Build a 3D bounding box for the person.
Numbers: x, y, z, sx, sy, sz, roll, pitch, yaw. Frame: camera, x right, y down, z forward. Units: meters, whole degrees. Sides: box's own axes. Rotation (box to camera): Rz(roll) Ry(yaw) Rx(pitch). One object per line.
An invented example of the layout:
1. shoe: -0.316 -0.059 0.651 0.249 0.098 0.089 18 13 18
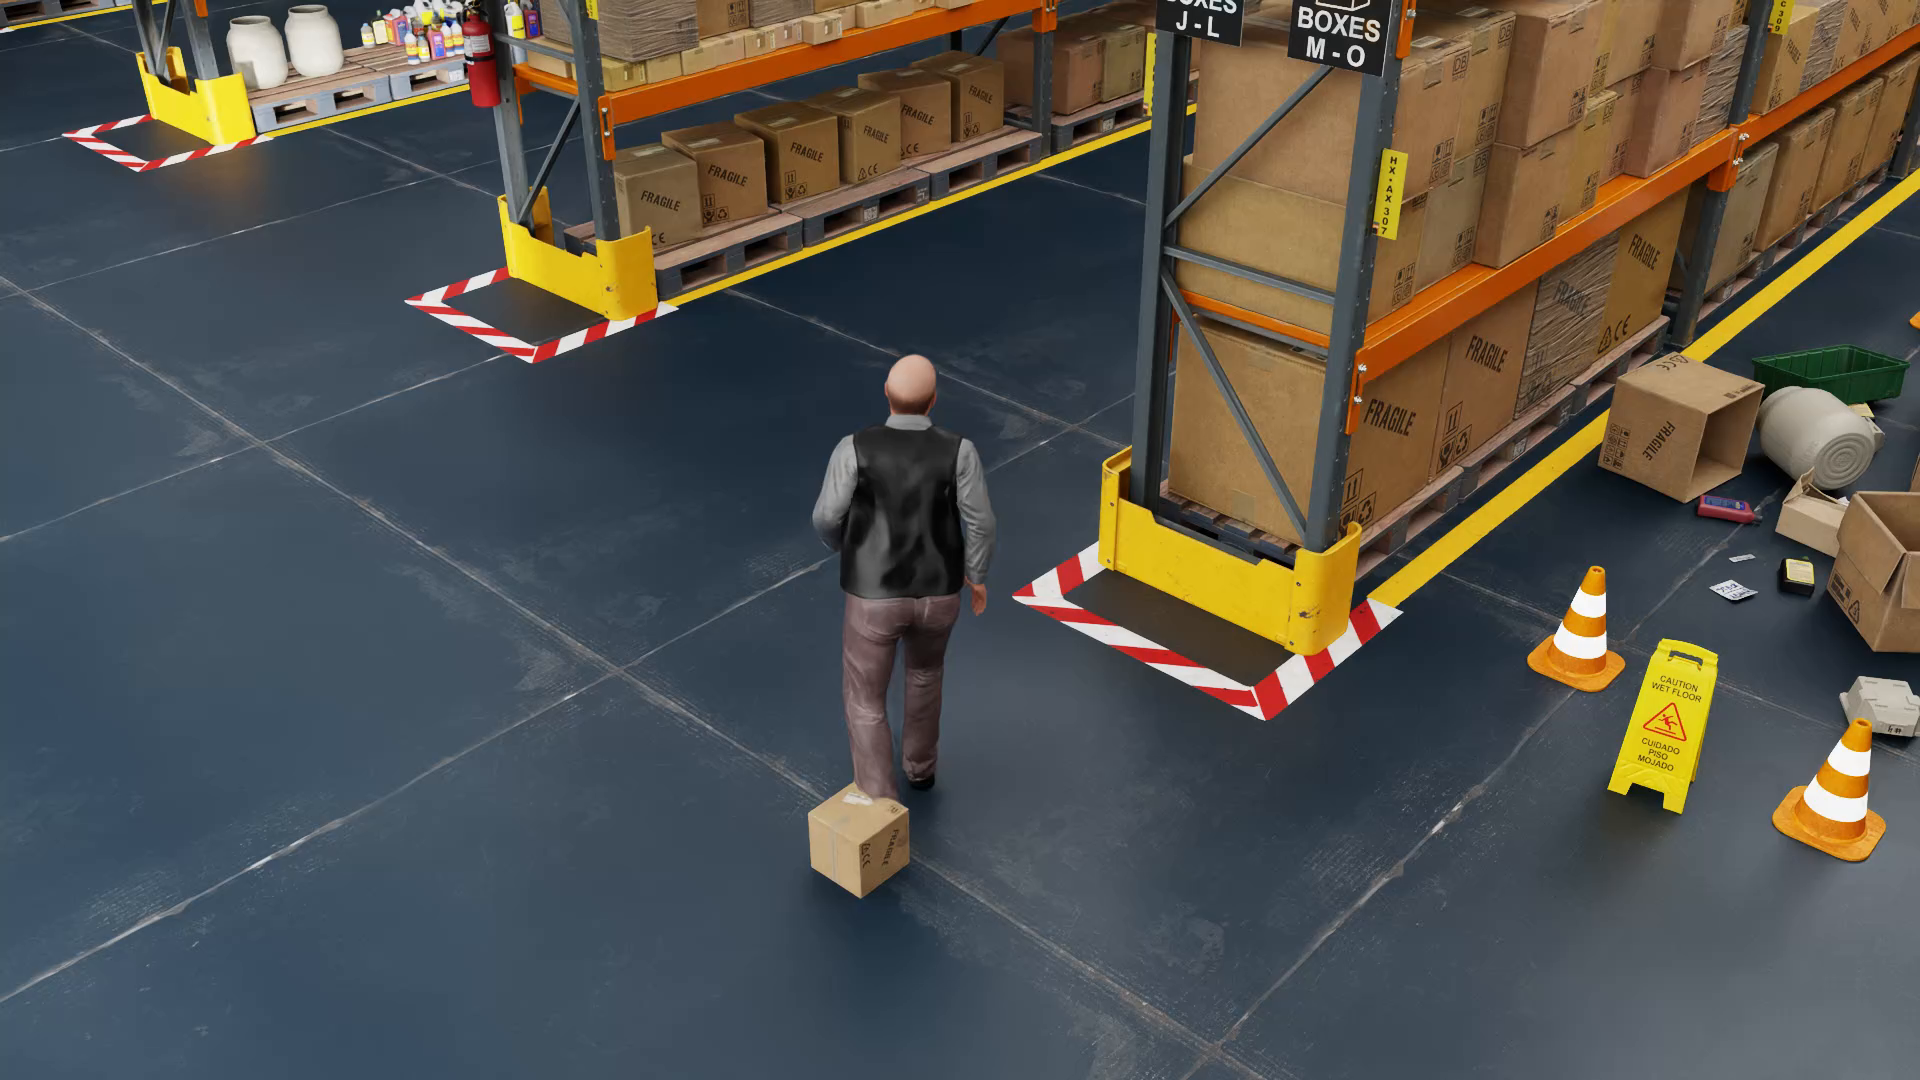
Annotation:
1. person: -0.223 0.207 5.861 0.694 1.671 0.804 -8 32 -13
